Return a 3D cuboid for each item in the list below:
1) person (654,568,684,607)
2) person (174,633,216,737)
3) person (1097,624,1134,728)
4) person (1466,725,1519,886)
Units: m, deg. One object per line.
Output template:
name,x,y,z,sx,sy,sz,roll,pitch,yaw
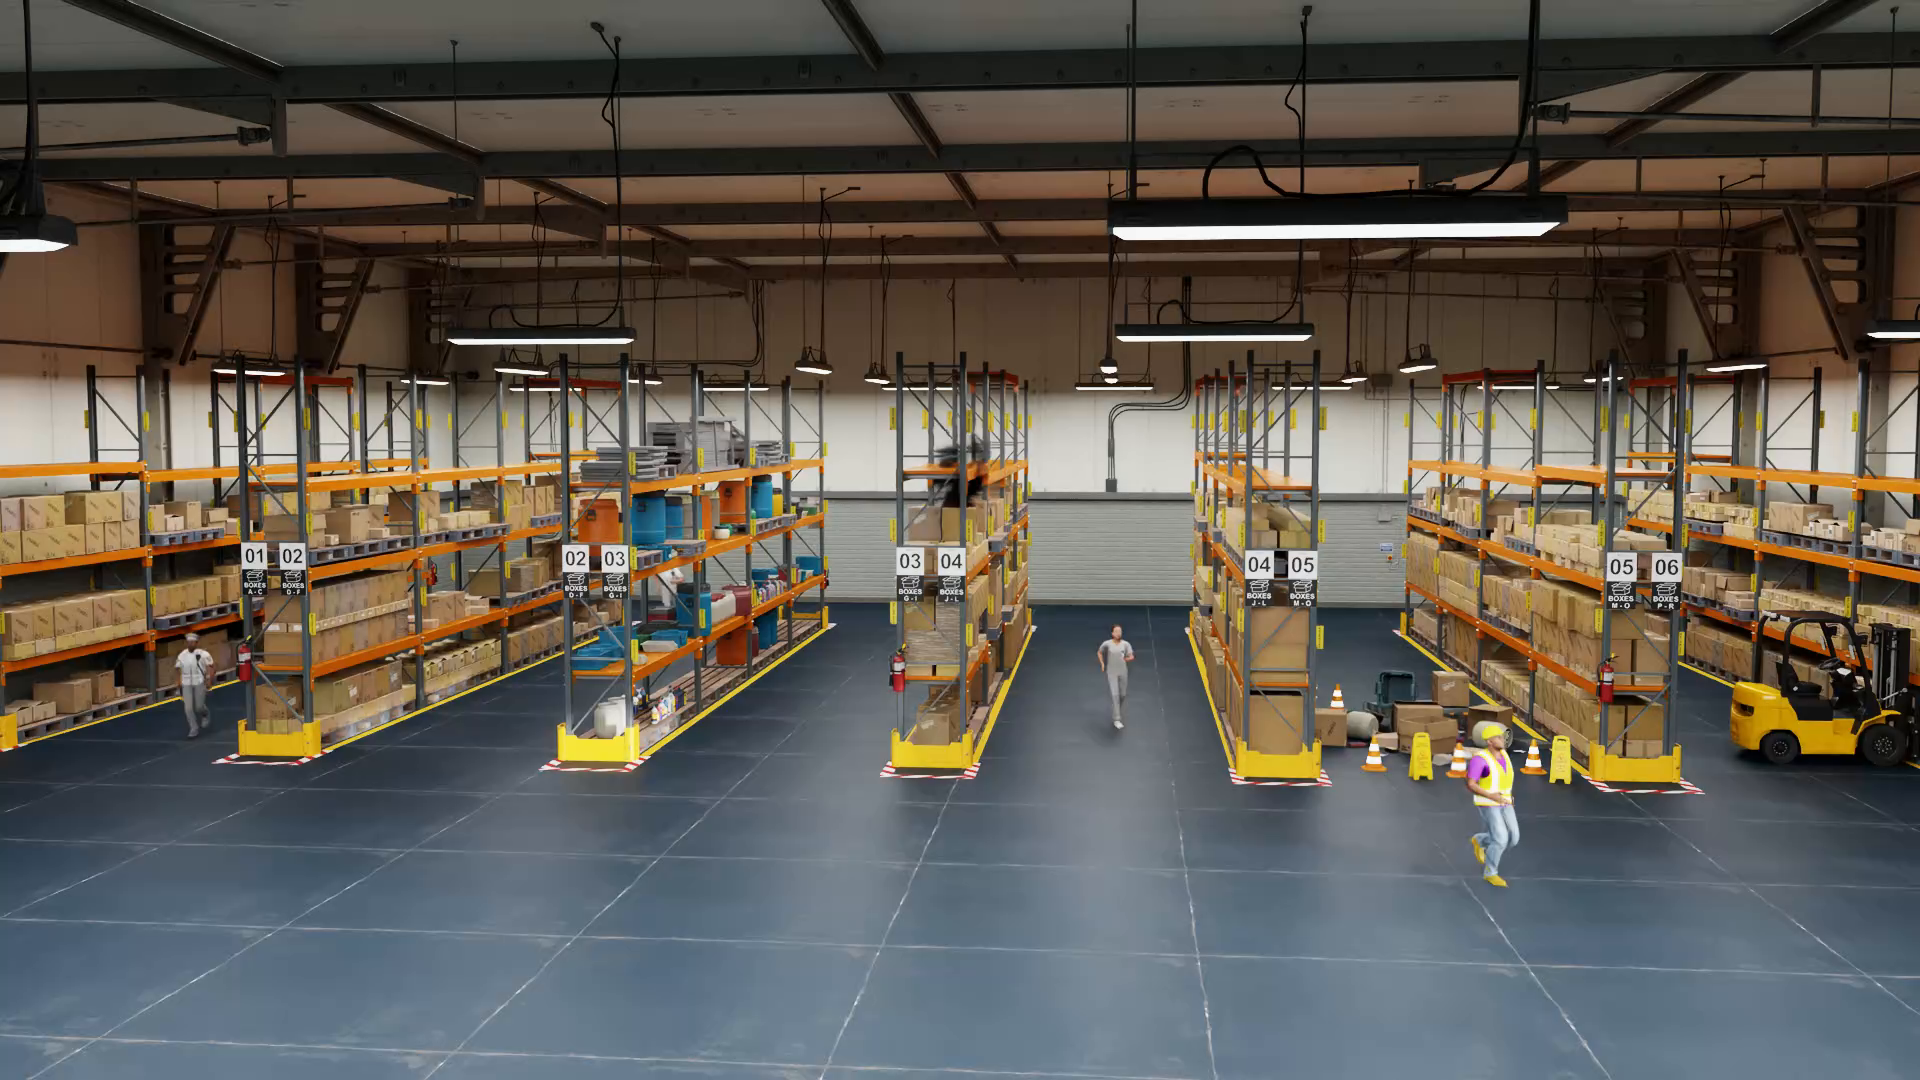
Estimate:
person,-6.985,1.289,39.934,0.738,1.823,0.808,0,4,-4
person,-12.203,2.292,26.513,0.621,1.651,0.552,-1,4,-11
person,2.572,2.204,27.331,0.567,1.648,0.969,-1,4,-9
person,5.780,2.865,18.083,0.736,1.727,0.613,-3,5,-37
